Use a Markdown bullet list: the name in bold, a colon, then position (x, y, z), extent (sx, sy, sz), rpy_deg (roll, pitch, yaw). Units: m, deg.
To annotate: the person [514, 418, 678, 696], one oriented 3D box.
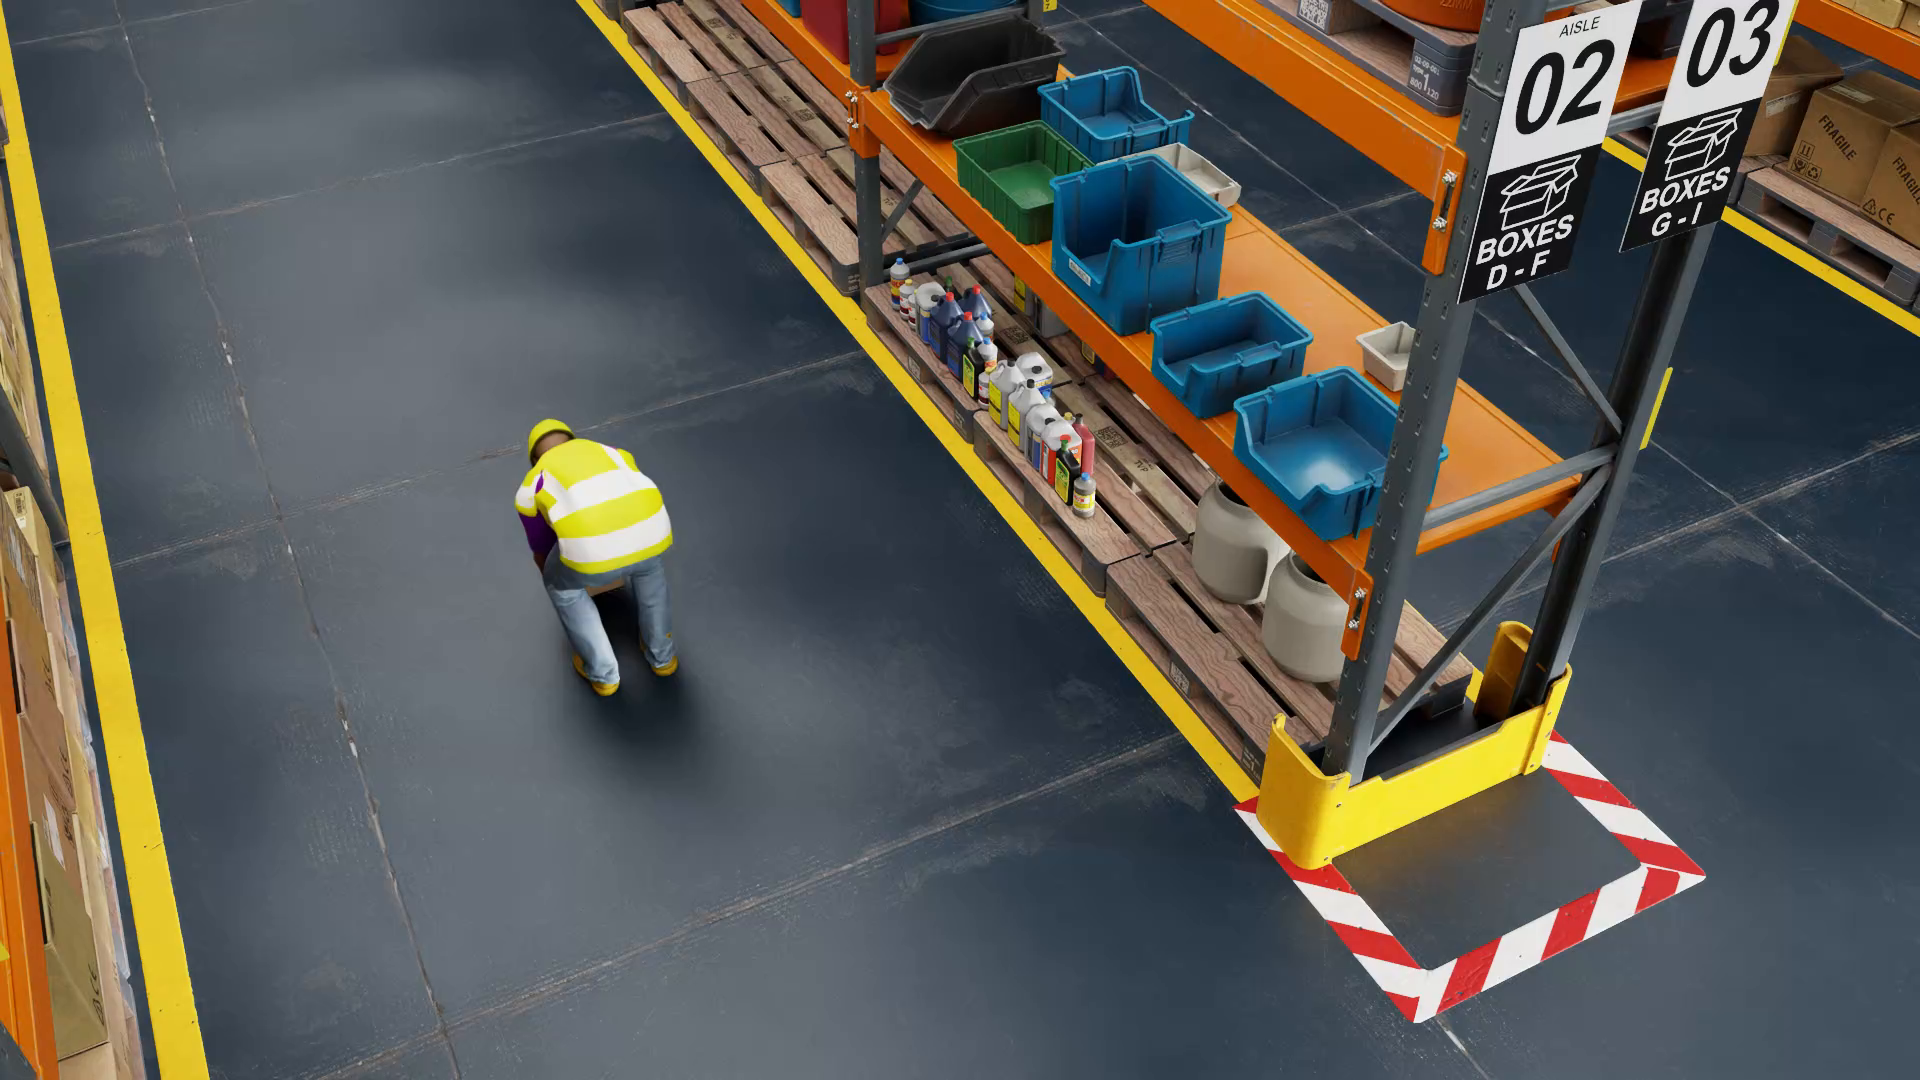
- **person**: position (-1.472, 0.026, 6.686), extent (0.500, 1.006, 0.976), rpy_deg (-20, 45, -22)
